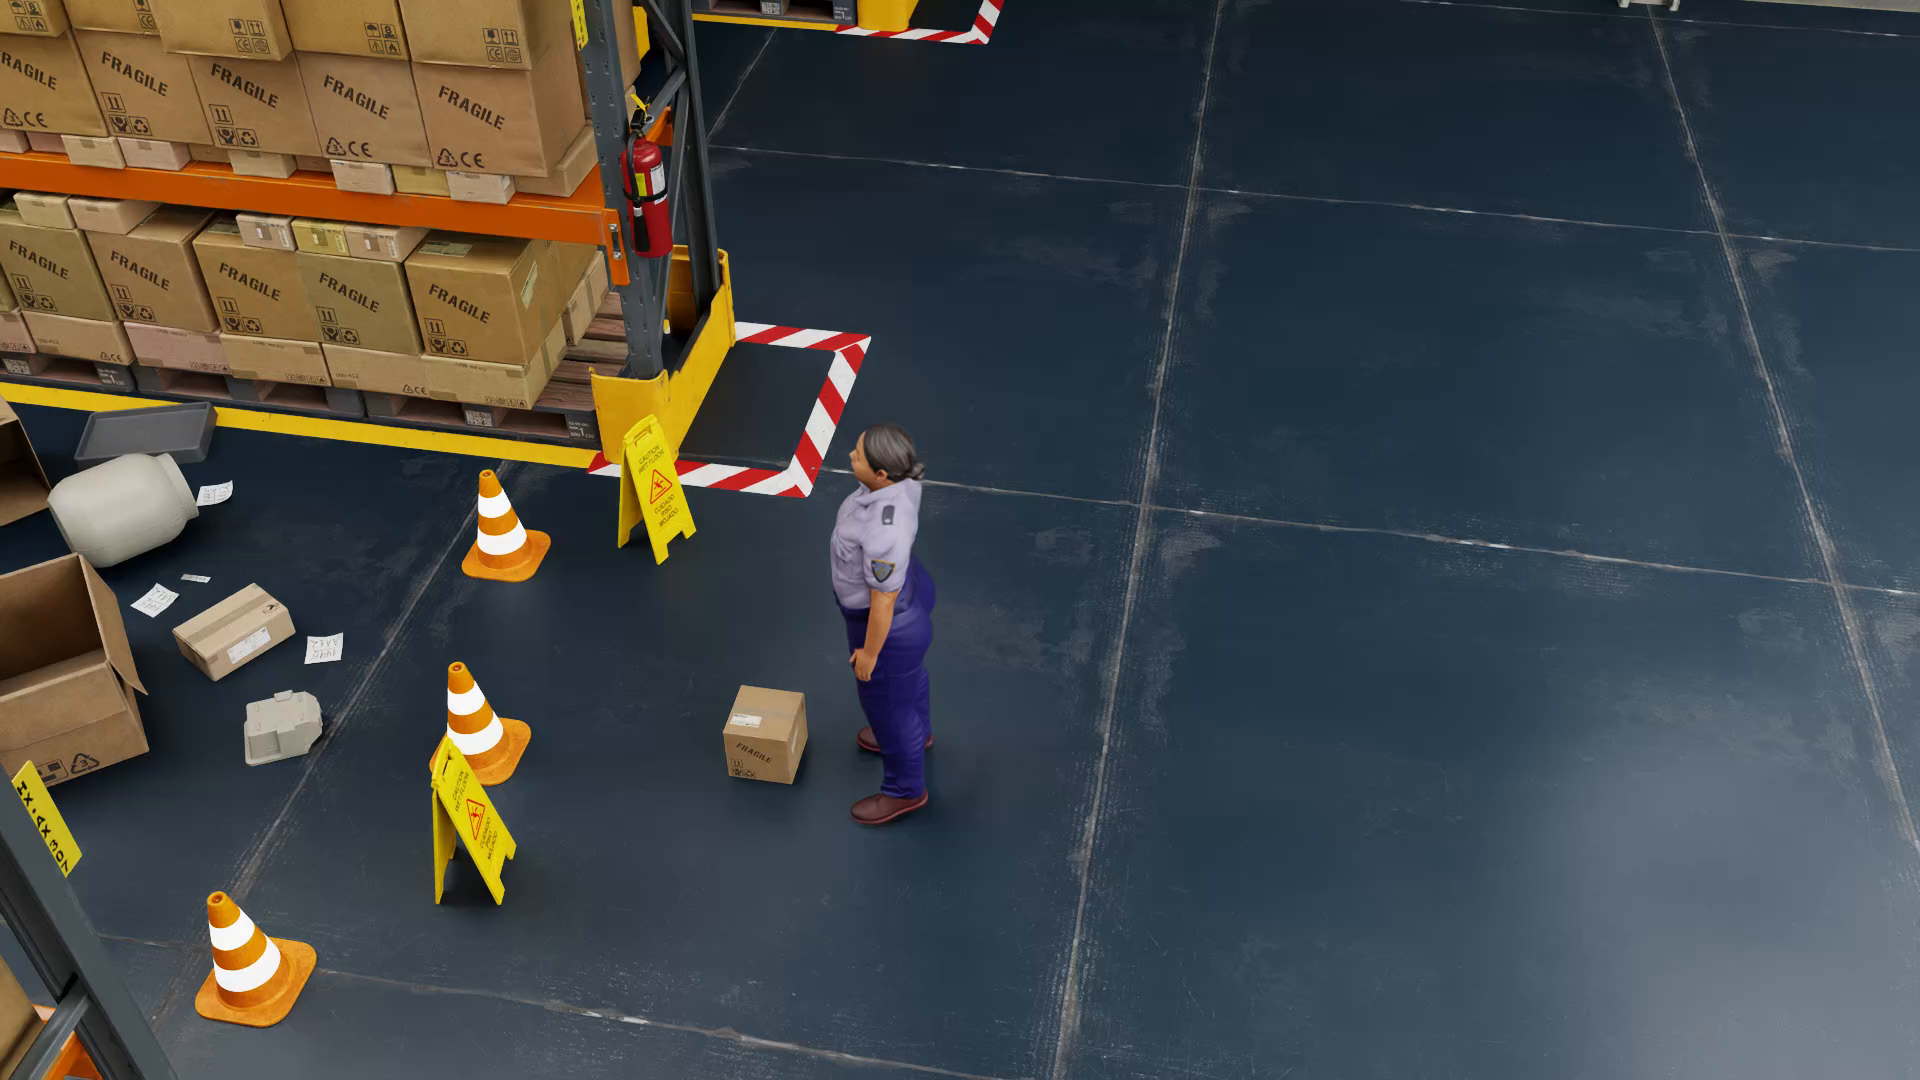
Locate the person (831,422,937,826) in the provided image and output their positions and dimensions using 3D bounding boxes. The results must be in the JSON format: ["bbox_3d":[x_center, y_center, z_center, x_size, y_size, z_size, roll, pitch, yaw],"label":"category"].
[{"bbox_3d":[-0.264,0.280,5.844,0.351,1.657,0.506,2,41,2],"label":"person"}]
